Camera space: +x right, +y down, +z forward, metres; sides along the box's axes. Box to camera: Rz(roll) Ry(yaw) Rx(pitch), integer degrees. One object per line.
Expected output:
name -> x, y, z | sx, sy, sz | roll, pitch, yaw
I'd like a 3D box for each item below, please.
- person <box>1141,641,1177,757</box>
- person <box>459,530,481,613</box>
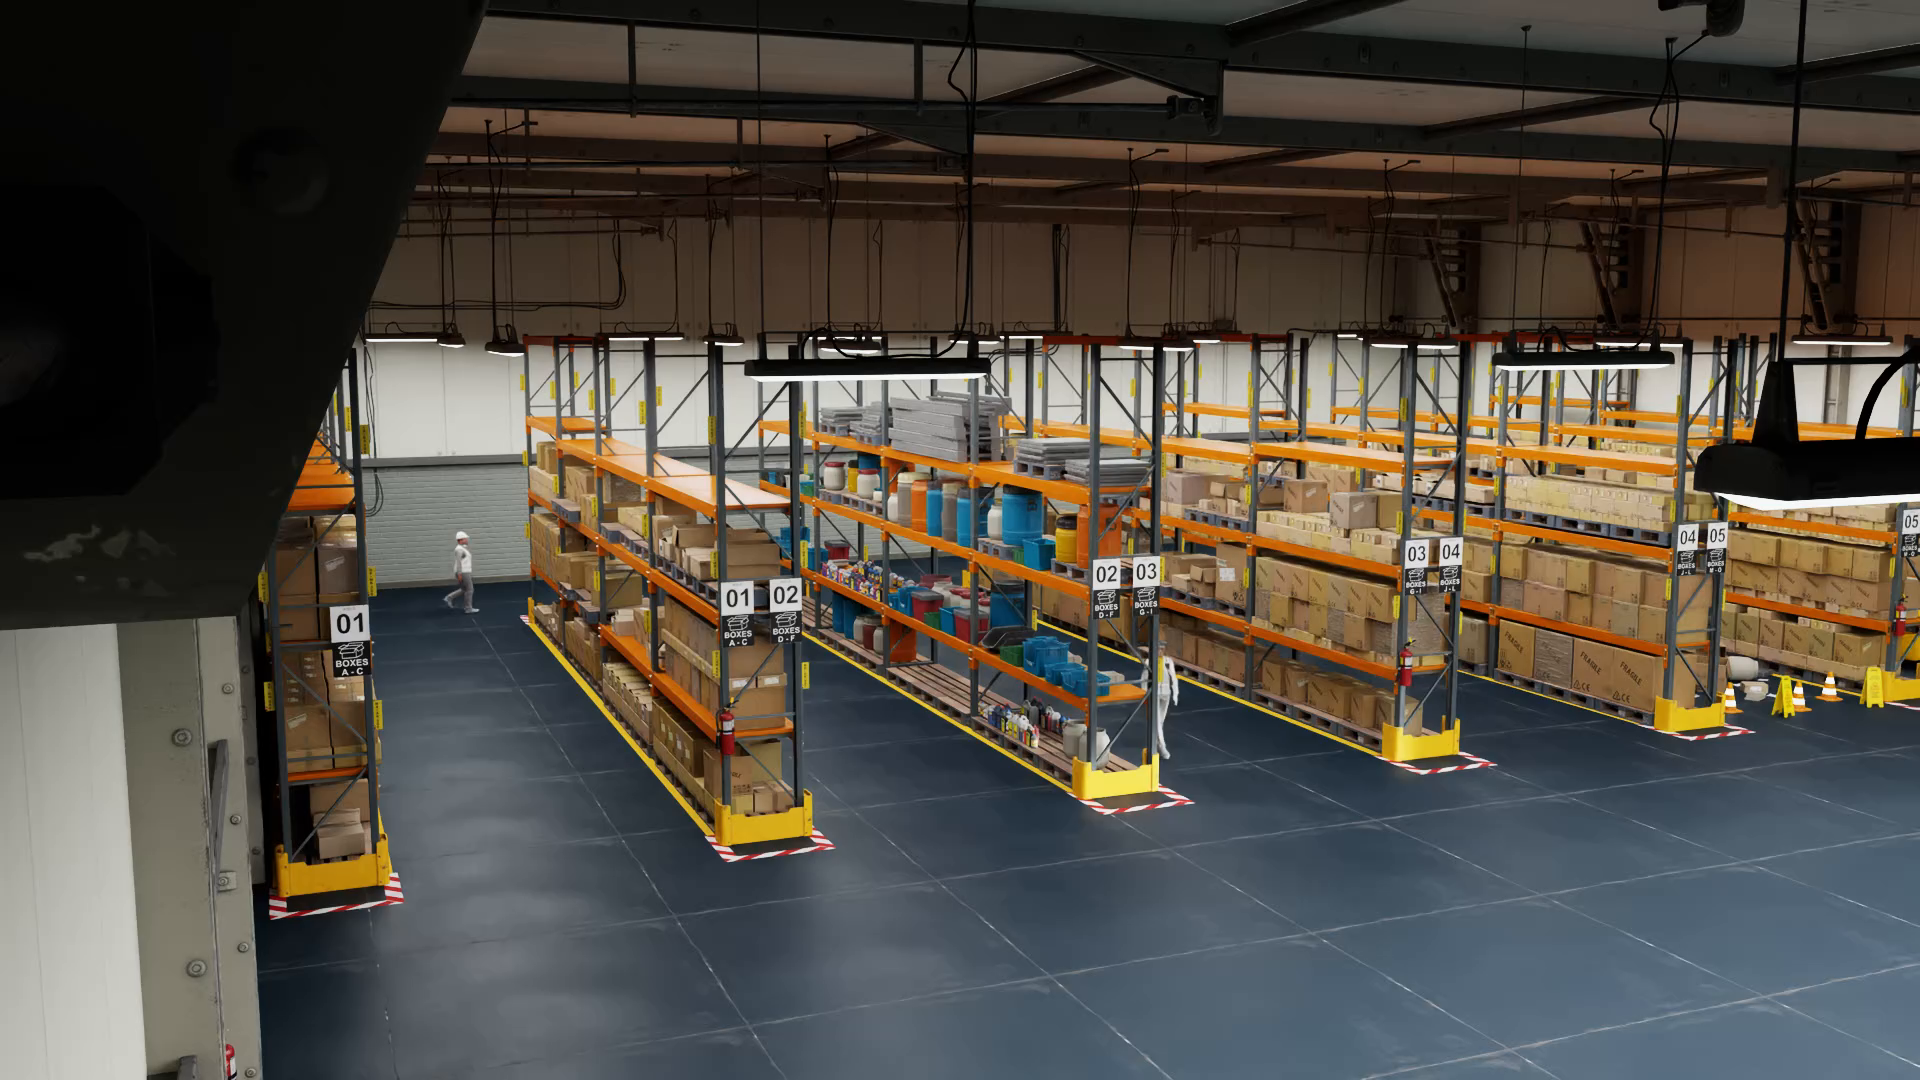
person -> 2.906, 2.282, 24.305 | 0.517, 1.636, 0.880 | 0, 8, 3
person -> -10.574, 0.674, 35.852 | 0.468, 1.772, 0.541 | -3, 8, -24
